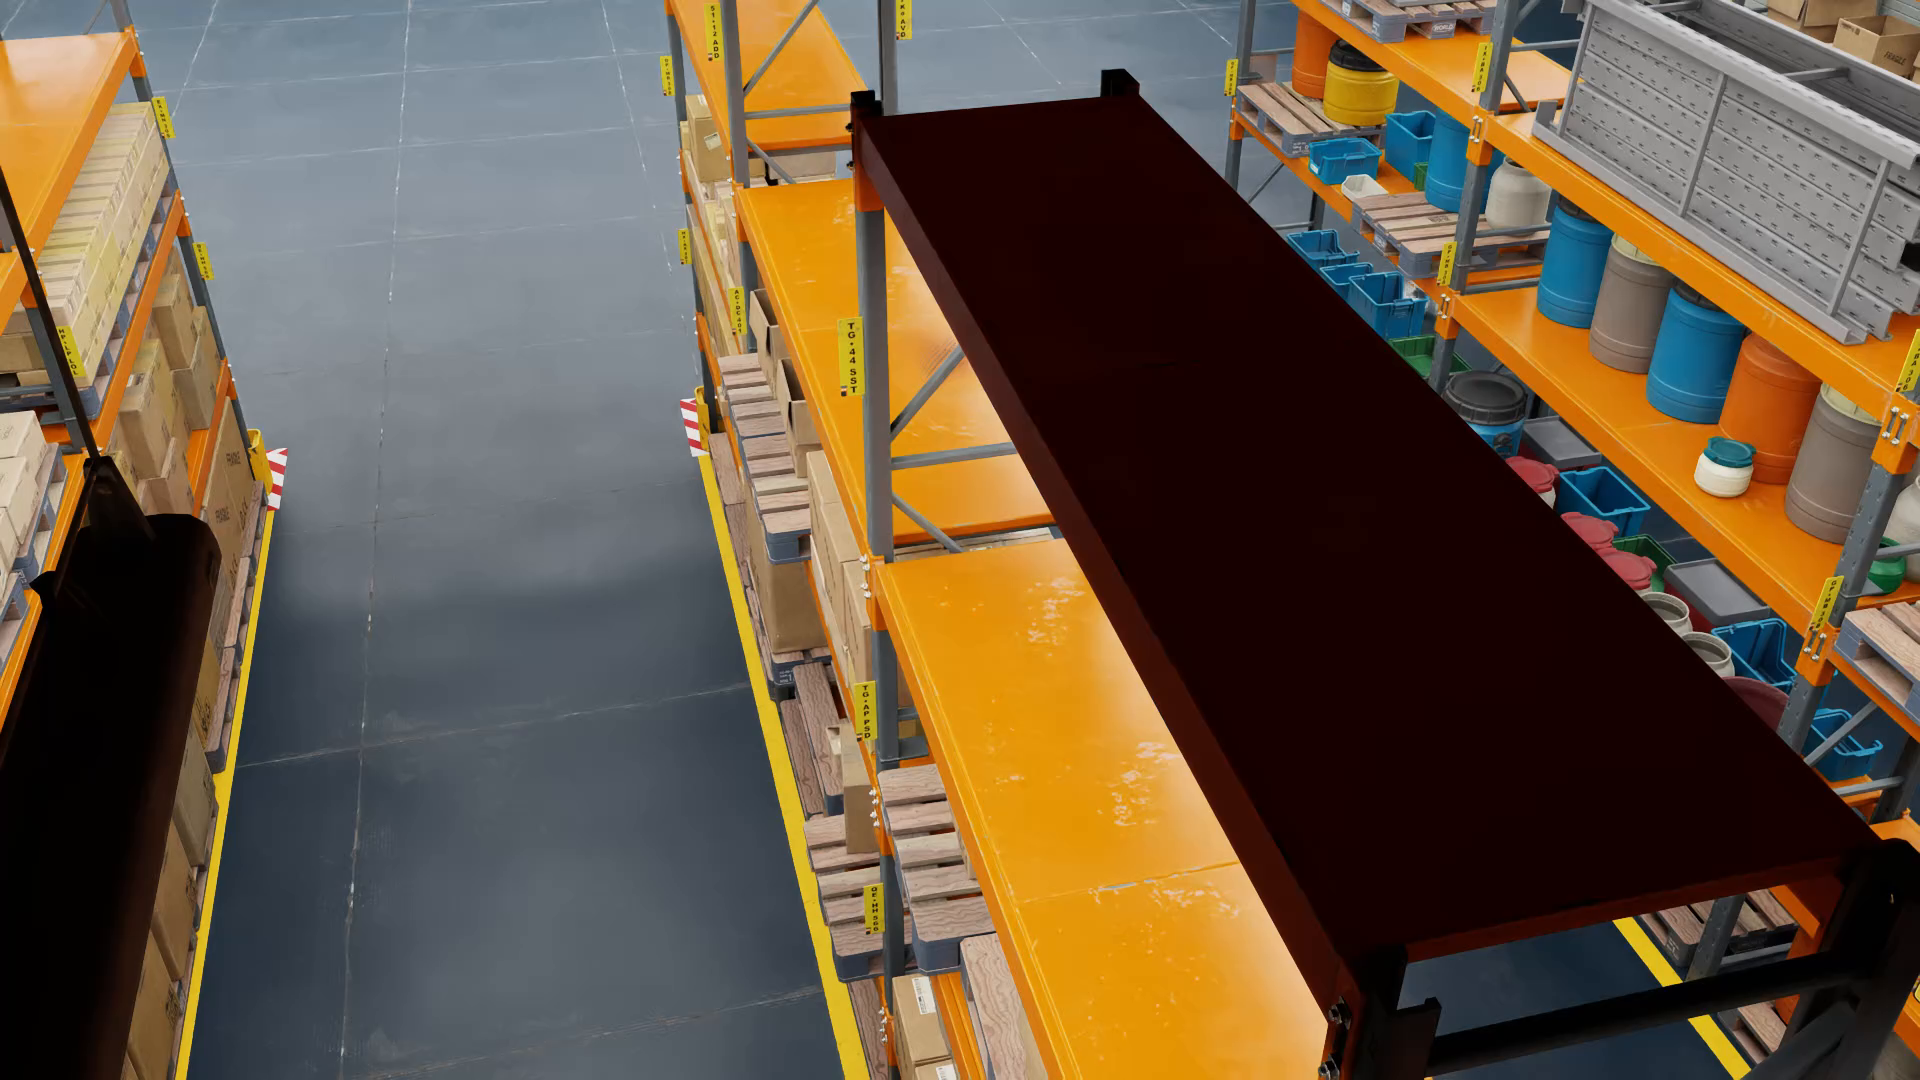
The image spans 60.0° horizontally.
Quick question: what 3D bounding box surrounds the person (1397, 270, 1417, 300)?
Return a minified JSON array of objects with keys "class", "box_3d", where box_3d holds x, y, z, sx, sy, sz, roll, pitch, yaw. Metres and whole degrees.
[{"class":"person","box_3d":[4.558,-3.017,16.940,0.462,1.777,0.690,7,35,11]}]
